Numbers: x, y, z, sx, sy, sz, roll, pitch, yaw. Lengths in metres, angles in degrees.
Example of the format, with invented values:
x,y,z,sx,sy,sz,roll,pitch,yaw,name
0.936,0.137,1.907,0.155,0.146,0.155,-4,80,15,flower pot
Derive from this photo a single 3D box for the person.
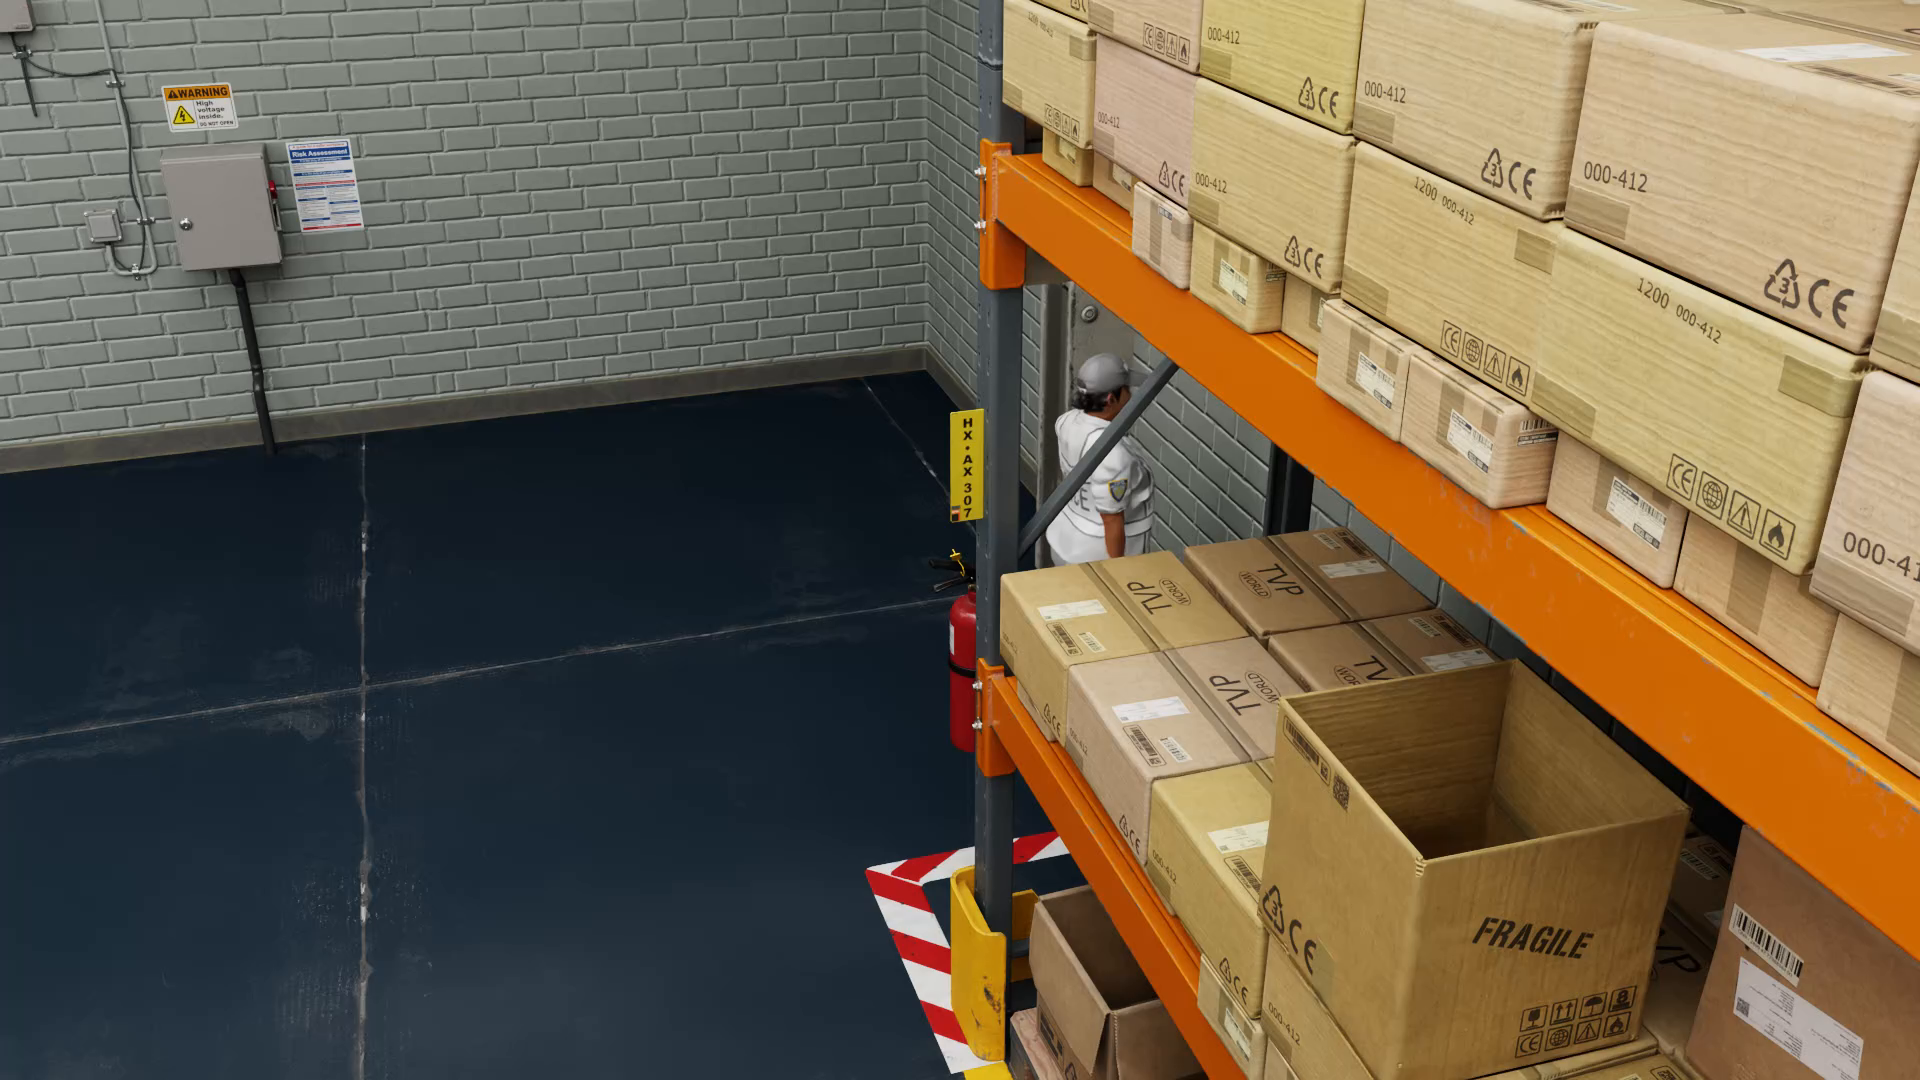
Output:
x,y,z,sx,sy,sz,roll,pitch,yaw,name
0.550,0.063,6.496,0.397,1.658,0.471,-8,28,-15,person
